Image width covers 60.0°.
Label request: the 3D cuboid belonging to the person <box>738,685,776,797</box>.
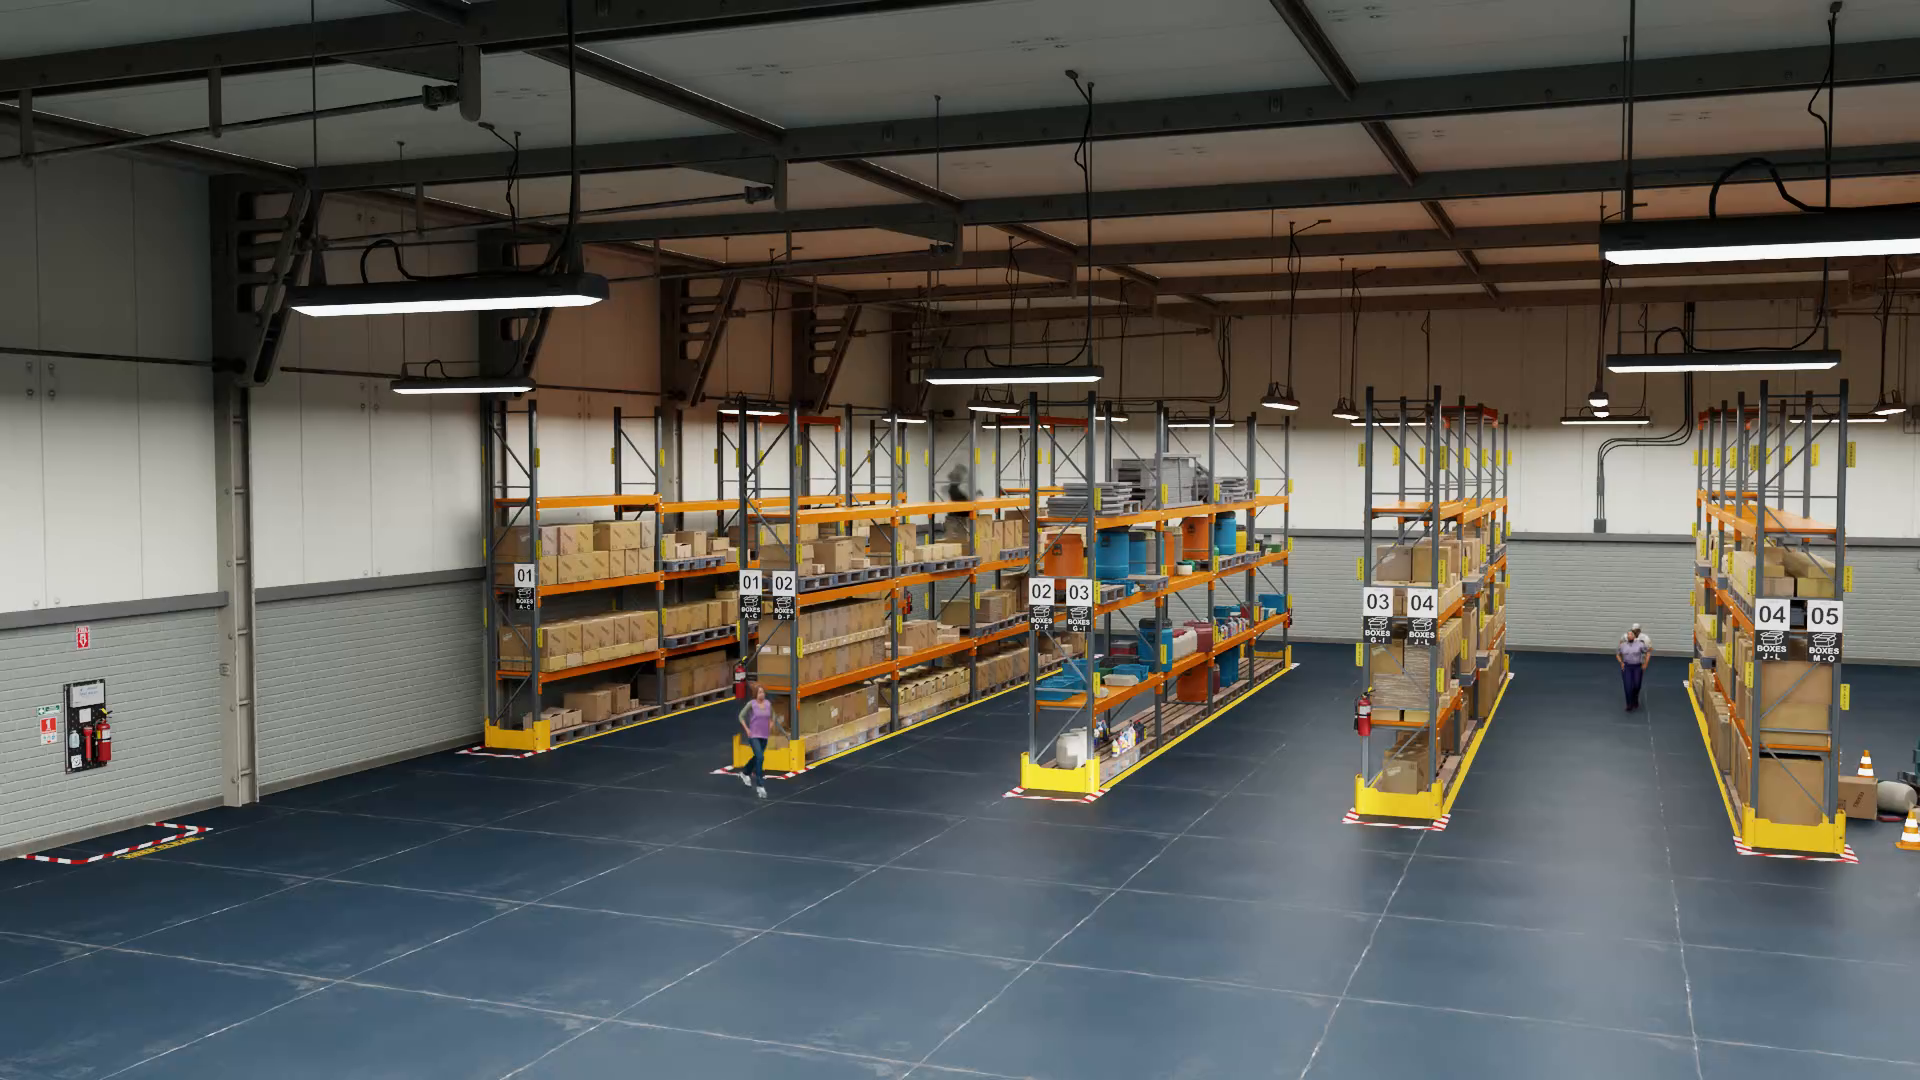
[{"bbox_3d":[-3.020,2.968,24.875,0.553,1.628,0.765,-2,4,-37],"label":"person"}]

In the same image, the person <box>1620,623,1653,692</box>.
[{"bbox_3d":[13.838,2.520,34.026,0.606,1.677,0.978,1,3,17],"label":"person"}]

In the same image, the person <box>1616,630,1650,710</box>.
[{"bbox_3d":[13.302,2.581,32.914,0.616,1.610,0.508,1,3,28],"label":"person"}]
